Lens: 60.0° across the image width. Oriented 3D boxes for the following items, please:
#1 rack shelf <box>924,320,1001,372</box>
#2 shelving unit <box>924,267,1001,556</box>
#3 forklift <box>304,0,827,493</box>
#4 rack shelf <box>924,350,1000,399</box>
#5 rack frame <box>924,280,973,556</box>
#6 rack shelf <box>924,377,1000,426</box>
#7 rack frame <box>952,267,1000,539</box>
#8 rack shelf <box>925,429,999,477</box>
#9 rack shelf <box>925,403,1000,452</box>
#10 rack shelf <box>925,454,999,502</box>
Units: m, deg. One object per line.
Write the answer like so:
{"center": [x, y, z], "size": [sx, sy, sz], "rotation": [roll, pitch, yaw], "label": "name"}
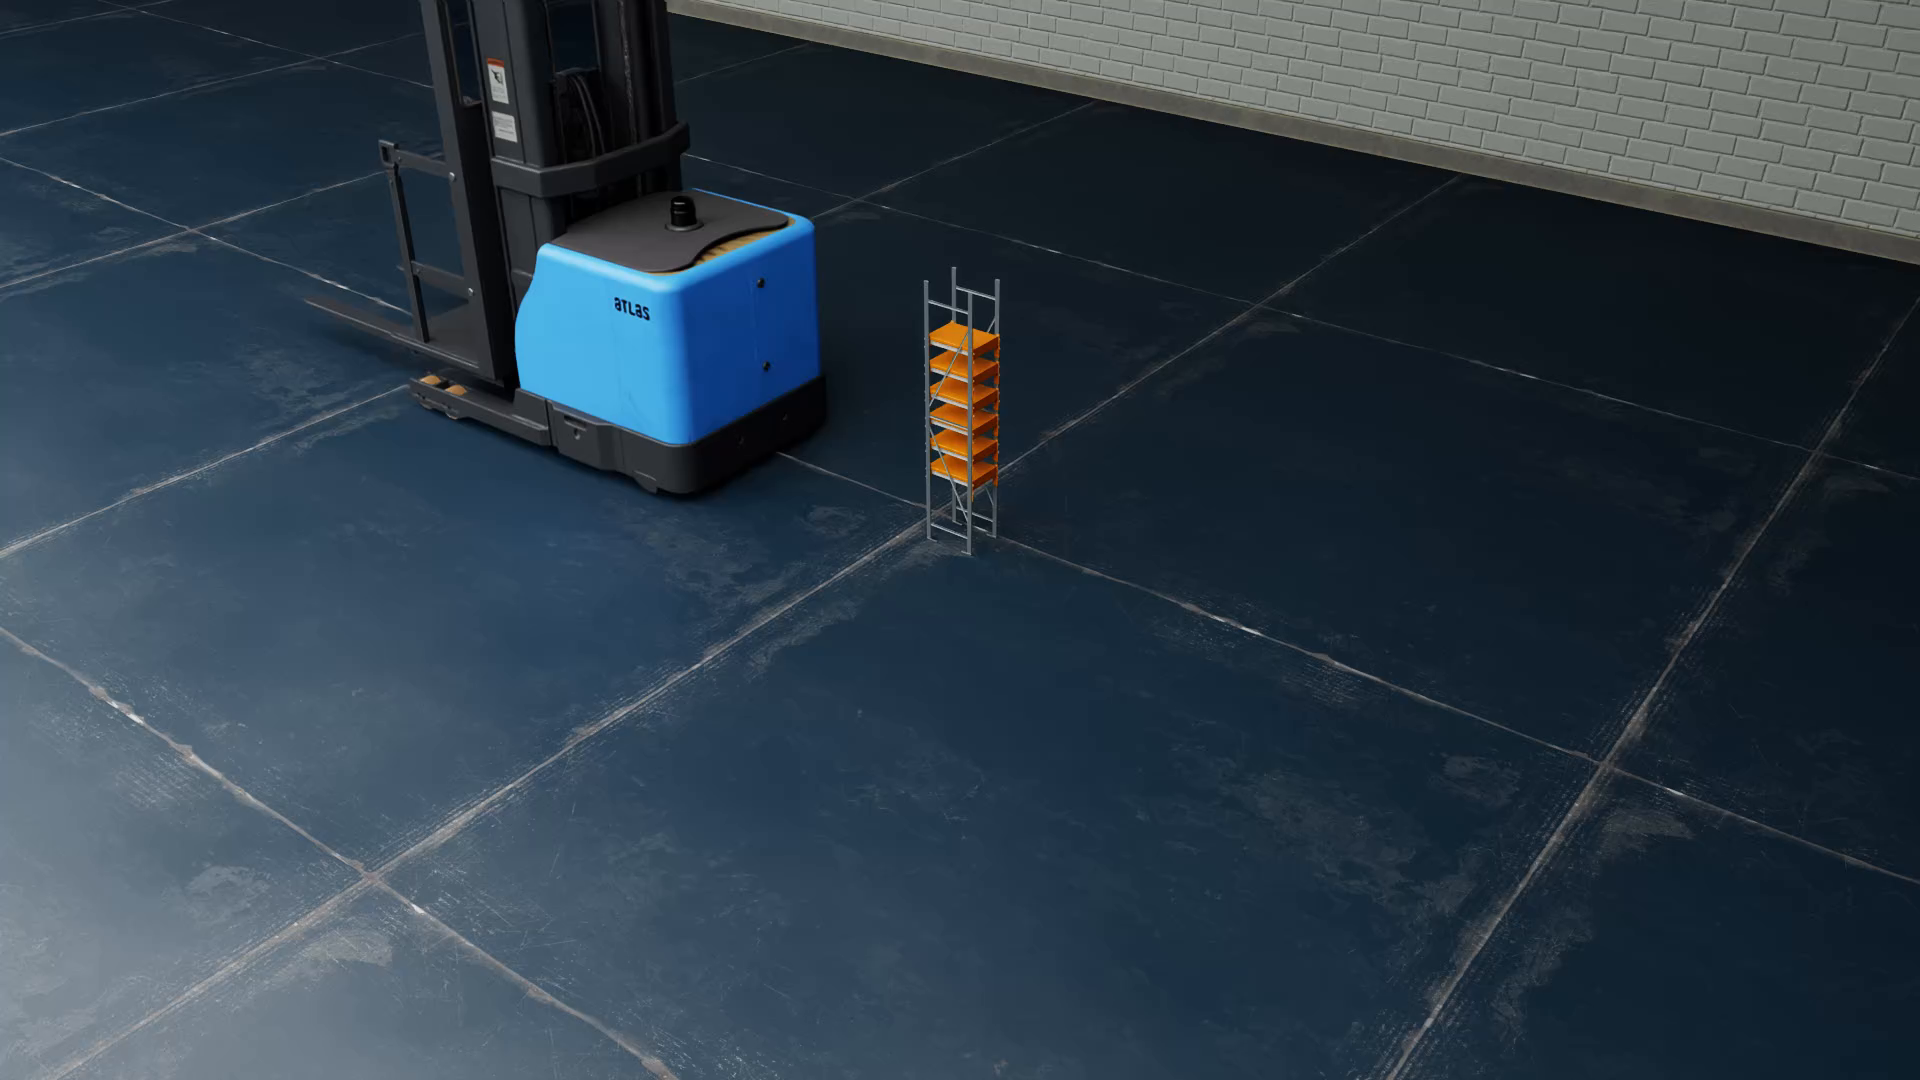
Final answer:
{"center": [0.009, -0.794, 6.793], "size": [0.258, 0.103, 0.180], "rotation": [21, 37, 31], "label": "rack shelf"}
{"center": [0.009, -0.522, 6.954], "size": [0.258, 1.200, 0.189], "rotation": [21, 37, 31], "label": "shelving unit"}
{"center": [-2.139, -2.056, 7.845], "size": [3.031, 2.935, 1.130], "rotation": [20, 36, 30], "label": "forklift"}
{"center": [0.009, -0.690, 6.854], "size": [0.258, 0.103, 0.180], "rotation": [21, 37, 31], "label": "rack shelf"}
{"center": [-0.047, -0.485, 6.891], "size": [0.240, 1.200, 0.006], "rotation": [21, 37, 31], "label": "rack frame"}
{"center": [0.009, -0.587, 6.915], "size": [0.258, 0.103, 0.180], "rotation": [21, 37, 31], "label": "rack shelf"}
{"center": [0.064, -0.559, 7.017], "size": [0.240, 1.200, 0.006], "rotation": [21, 37, 31], "label": "rack frame"}
{"center": [0.009, -0.381, 7.038], "size": [0.258, 0.103, 0.180], "rotation": [21, 37, 31], "label": "rack shelf"}
{"center": [0.009, -0.484, 6.977], "size": [0.258, 0.103, 0.180], "rotation": [21, 37, 31], "label": "rack shelf"}
{"center": [0.009, -0.277, 7.099], "size": [0.258, 0.103, 0.180], "rotation": [21, 37, 31], "label": "rack shelf"}
